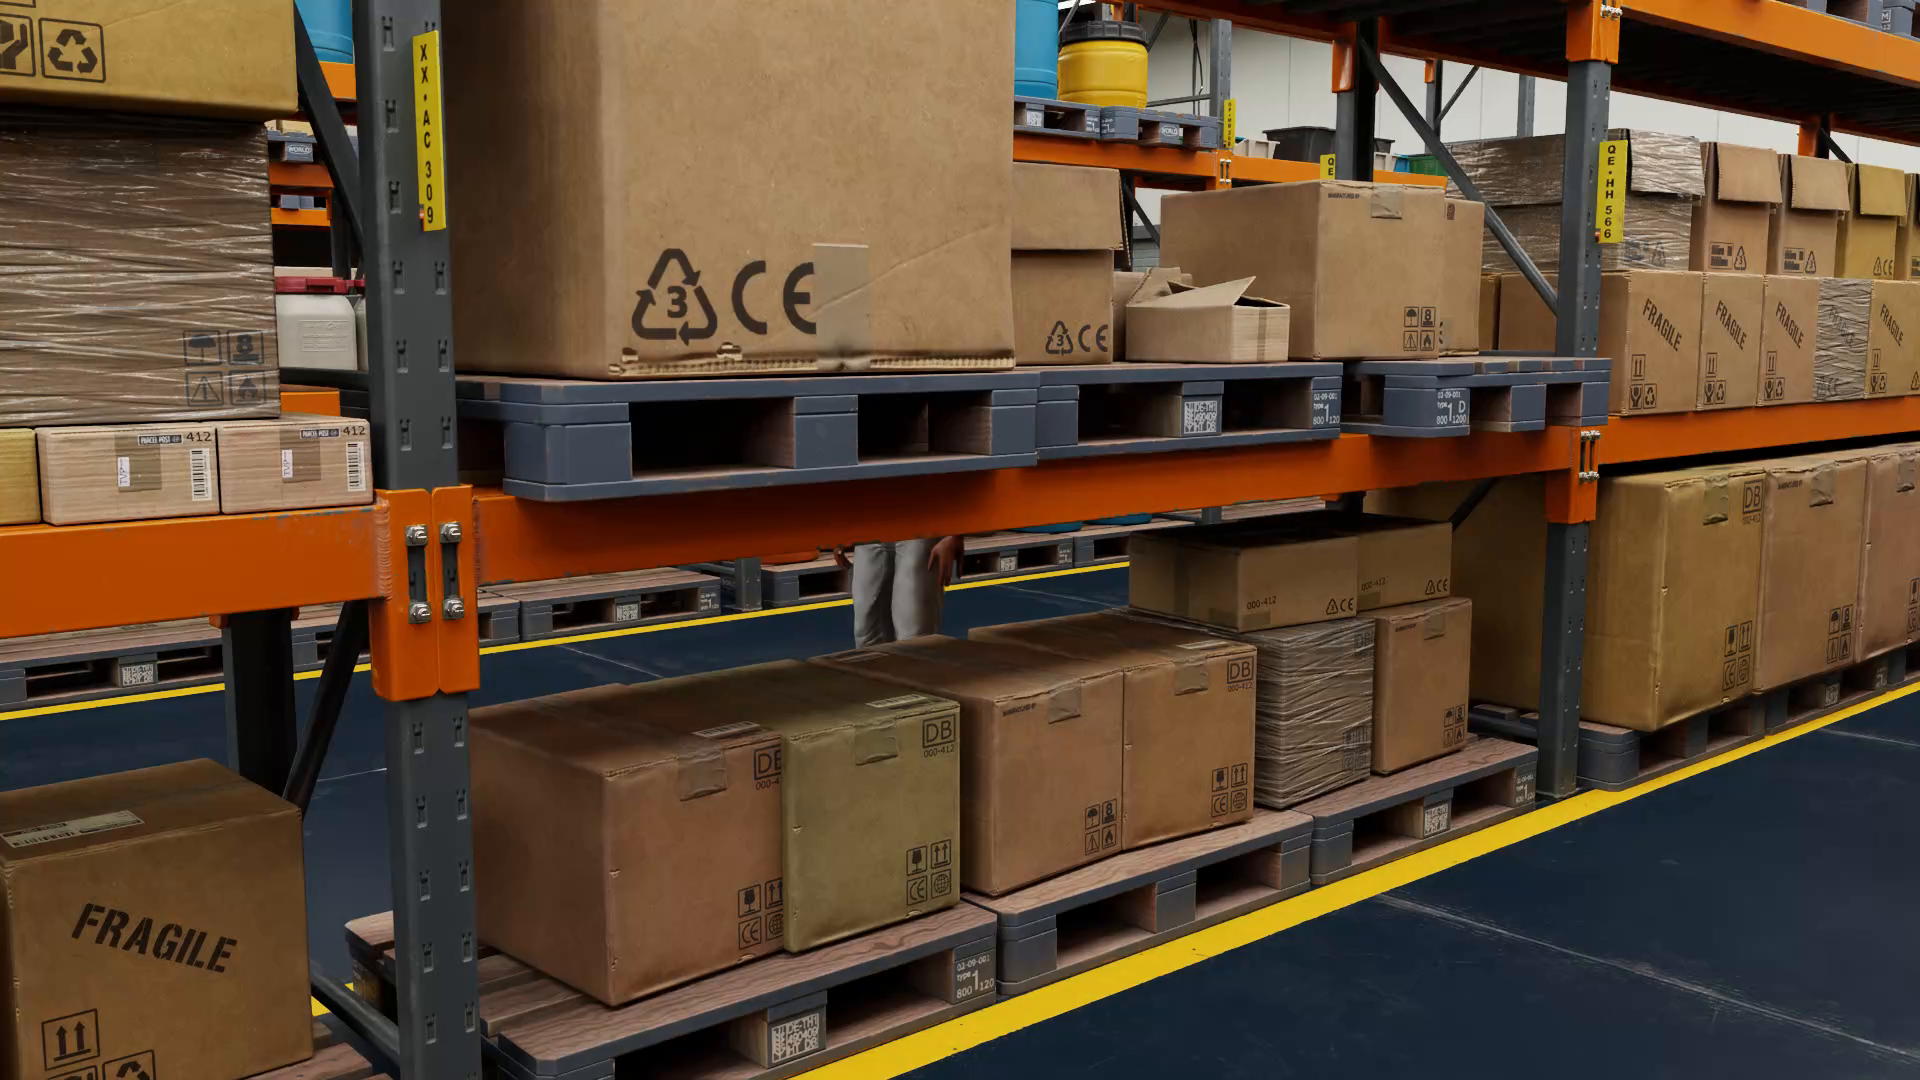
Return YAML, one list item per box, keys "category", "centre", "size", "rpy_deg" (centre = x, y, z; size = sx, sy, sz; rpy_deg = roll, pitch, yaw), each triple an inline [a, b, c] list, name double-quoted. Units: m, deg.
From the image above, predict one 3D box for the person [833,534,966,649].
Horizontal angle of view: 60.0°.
- category: "person"
  centre: [-0.216, -0.035, 5.980]
  size: [0.456, 1.760, 0.635]
  rpy_deg: [-7, 10, -44]
